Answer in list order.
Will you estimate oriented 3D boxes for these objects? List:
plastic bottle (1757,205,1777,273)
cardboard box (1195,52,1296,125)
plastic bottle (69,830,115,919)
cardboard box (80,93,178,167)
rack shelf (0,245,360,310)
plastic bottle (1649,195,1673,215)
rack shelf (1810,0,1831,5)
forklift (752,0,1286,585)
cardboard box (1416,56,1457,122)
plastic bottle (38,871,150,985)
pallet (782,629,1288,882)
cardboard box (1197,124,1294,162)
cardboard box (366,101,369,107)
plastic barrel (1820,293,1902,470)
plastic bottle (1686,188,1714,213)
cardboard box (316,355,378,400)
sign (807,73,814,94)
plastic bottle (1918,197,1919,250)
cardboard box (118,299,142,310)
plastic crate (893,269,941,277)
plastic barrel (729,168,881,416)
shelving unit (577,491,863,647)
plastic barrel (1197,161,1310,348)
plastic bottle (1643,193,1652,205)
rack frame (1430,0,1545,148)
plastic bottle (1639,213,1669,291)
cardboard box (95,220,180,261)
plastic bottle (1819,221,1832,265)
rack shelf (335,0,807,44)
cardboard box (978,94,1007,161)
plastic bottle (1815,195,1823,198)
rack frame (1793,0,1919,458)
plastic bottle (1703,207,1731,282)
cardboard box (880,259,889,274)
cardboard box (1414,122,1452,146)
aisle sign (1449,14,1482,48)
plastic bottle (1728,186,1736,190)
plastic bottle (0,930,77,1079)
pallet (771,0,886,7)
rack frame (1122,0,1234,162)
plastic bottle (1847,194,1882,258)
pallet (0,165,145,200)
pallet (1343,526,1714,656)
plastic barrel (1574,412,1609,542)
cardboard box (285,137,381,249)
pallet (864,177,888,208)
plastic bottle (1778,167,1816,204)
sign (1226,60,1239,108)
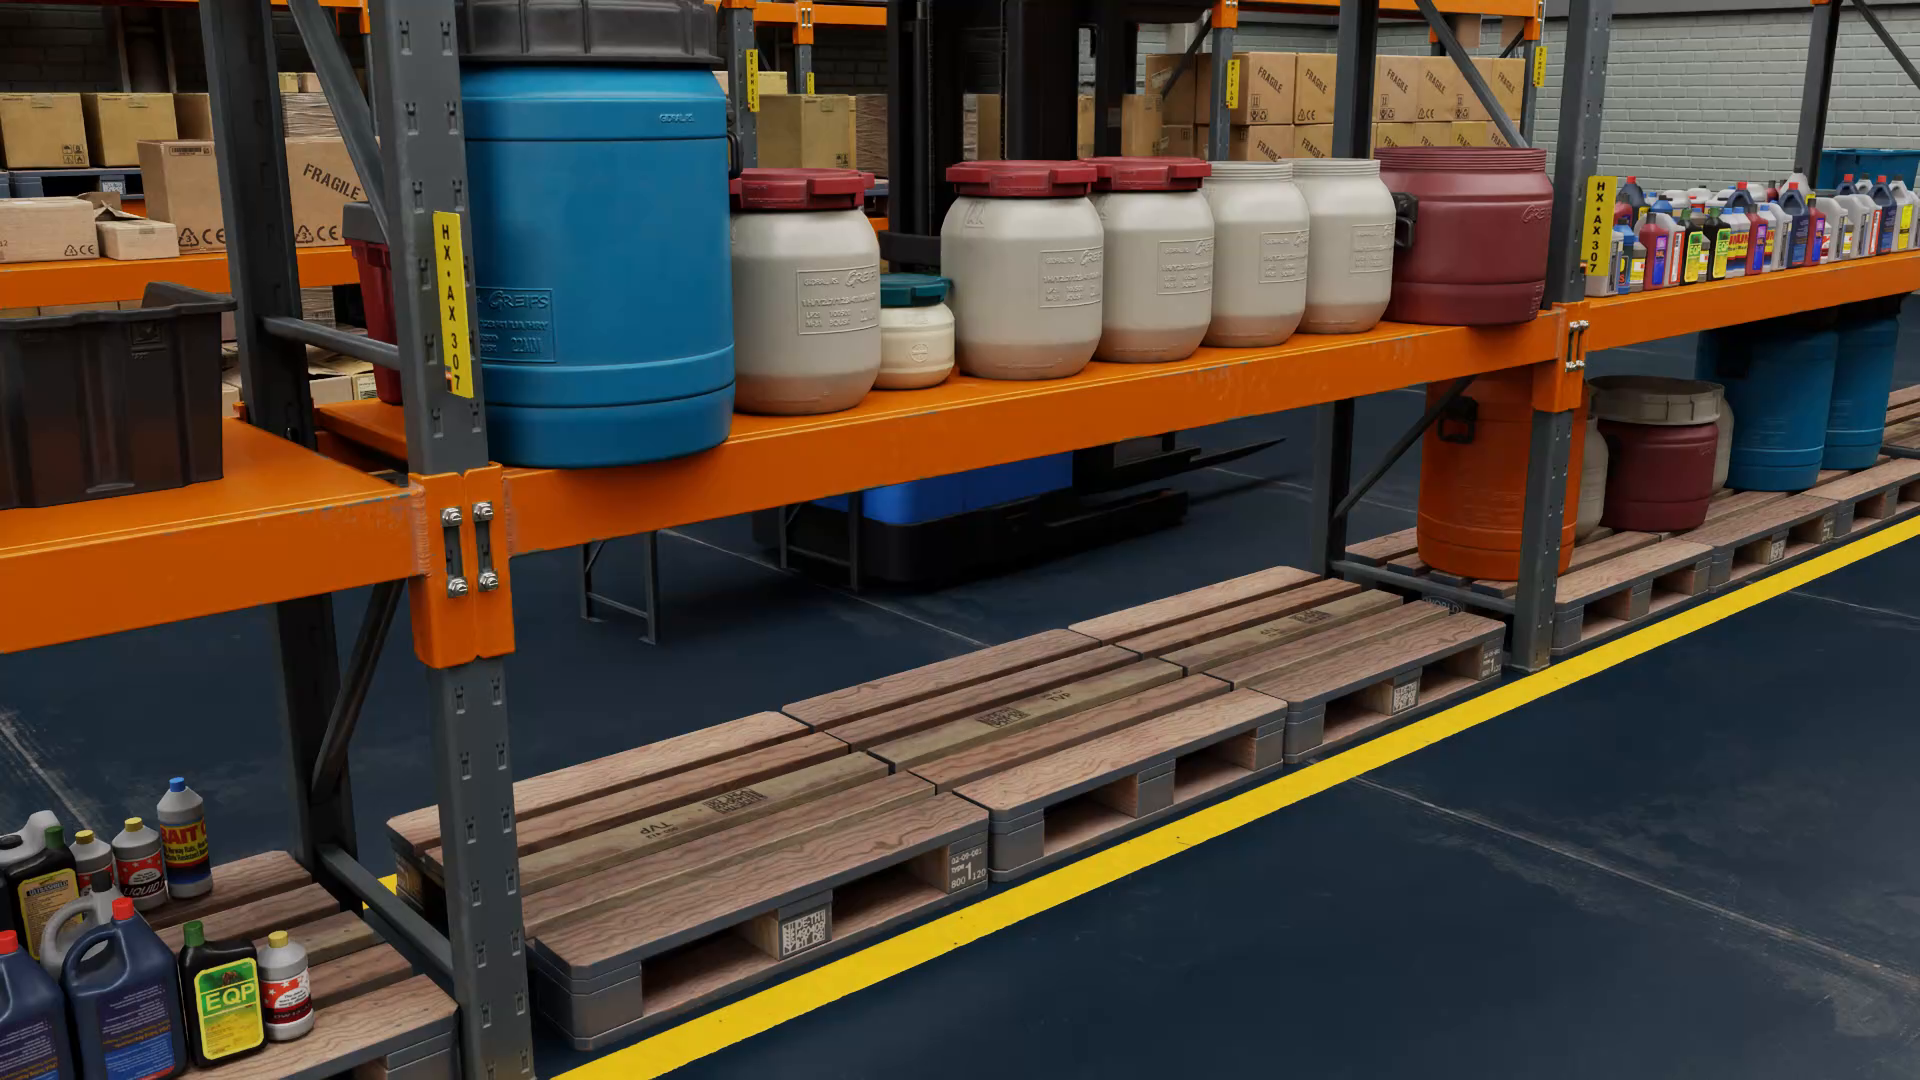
[{"bbox_3d":[3.274,-1.231,6.796,0.097,0.271,0.097,0,15,0],"label":"plastic bottle"},{"bbox_3d":[2.067,-3.272,12.055,0.500,0.500,0.500,-12,19,-38],"label":"cardboard box"},{"bbox_3d":[-1.941,0.747,3.710,0.097,0.201,0.097,0,15,0],"label":"plastic bottle"},{"bbox_3d":[-6.018,-2.965,11.993,0.500,0.500,0.700,-13,19,-39],"label":"cardboard box"},{"bbox_3d":[-2.999,-1.351,8.391,4.000,0.370,1.077,-13,19,-39],"label":"rack shelf"},{"bbox_3d":[3.145,-1.413,7.475,0.097,0.271,0.097,0,15,0],"label":"plastic bottle"},{"bbox_3d":[3.267,-2.513,6.928,4.000,0.370,1.077,-13,19,-39],"label":"rack shelf"},{"bbox_3d":[0.459,-1.536,7.820,1.130,2.935,3.031,14,21,43],"label":"forklift"},{"bbox_3d":[3.621,-3.621,13.362,0.500,0.500,0.500,-12,19,-38],"label":"cardboard box"},{"bbox_3d":[-1.651,0.809,3.189,0.185,0.351,0.144,-13,19,-39],"label":"plastic bottle"},{"bbox_3d":[0.228,0.604,5.081,1.213,0.211,1.003,-13,19,-39],"label":"pallet"},{"bbox_3d":[2.090,-2.797,12.215,0.500,0.500,0.500,-12,19,-38],"label":"cardboard box"},{"bbox_3d":[-4.562,-3.335,13.612,0.500,0.500,0.500,-12,19,-39],"label":"cardboard box"},{"bbox_3d":[4.354,-0.851,8.375,0.708,0.901,0.600,-13,19,-39],"label":"plastic barrel"},{"bbox_3d":[3.478,-1.529,7.904,0.135,0.276,0.152,-13,19,-39],"label":"plastic bottle"},{"bbox_3d":[-2.874,-0.788,8.314,0.500,0.311,0.500,-12,19,-38],"label":"cardboard box"},{"bbox_3d":[-1.364,-4.096,15.183,0.005,0.325,0.100,-13,19,-39],"label":"sign"},{"bbox_3d":[4.546,-1.516,7.840,0.133,0.283,0.061,-13,19,-39],"label":"plastic bottle"},{"bbox_3d":[-6.075,-1.720,12.368,0.500,0.500,0.700,-13,20,-40],"label":"cardboard box"},{"bbox_3d":[-0.131,-0.643,4.755,0.662,0.188,0.450,-13,19,-39],"label":"plastic crate"},{"bbox_3d":[-0.394,-0.580,3.847,0.433,0.535,0.433,0,15,0],"label":"plastic barrel"},{"bbox_3d":[-0.954,-0.465,6.583,0.538,1.500,1.048,14,21,43],"label":"shelving unit"},{"bbox_3d":[0.805,-0.840,4.864,0.421,0.512,0.421,0,15,0],"label":"plastic barrel"},{"bbox_3d":[3.124,-1.457,7.642,0.097,0.271,0.097,0,15,0],"label":"plastic bottle"},{"bbox_3d":[4.545,-3.393,14.640,0.127,3.000,1.000,-13,19,-39],"label":"rack frame"},{"bbox_3d":[2.575,-1.074,6.183,0.133,0.283,0.061,-13,19,-39],"label":"plastic bottle"},{"bbox_3d":[-3.705,-1.349,7.475,0.250,0.149,0.380,-13,19,-39],"label":"cardboard box"},{"bbox_3d":[3.689,-1.290,7.153,0.097,0.201,0.097,0,15,0],"label":"plastic bottle"},{"bbox_3d":[-3.236,-4.442,14.149,4.000,0.370,1.077,-13,19,-39],"label":"rack shelf"},{"bbox_3d":[0.235,-2.655,10.871,0.700,0.500,0.500,10,18,33],"label":"cardboard box"},{"bbox_3d":[3.837,-1.410,7.464,0.097,0.271,0.097,0,15,0],"label":"plastic bottle"},{"bbox_3d":[4.776,-1.750,8.491,0.127,3.000,1.000,-13,19,-39],"label":"rack frame"},{"bbox_3d":[2.951,-1.158,6.499,0.133,0.283,0.061,-13,19,-39],"label":"plastic bottle"},{"bbox_3d":[-1.096,-2.781,16.379,0.500,0.500,0.700,-12,19,-39],"label":"cardboard box"},{"bbox_3d":[3.616,-3.140,13.501,0.500,0.500,0.500,-12,19,-39],"label":"cardboard box"},{"bbox_3d":[4.403,-4.718,14.562,0.004,0.787,0.394,-13,19,-39],"label":"aisle sign"},{"bbox_3d":[3.795,-1.608,8.206,0.097,0.271,0.097,0,15,0],"label":"plastic bottle"},{"bbox_3d":[-1.701,0.870,2.962,0.185,0.351,0.144,-14,20,-42],"label":"plastic bottle"},{"bbox_3d":[-1.103,-5.222,15.847,1.213,0.211,1.003,-13,19,-39],"label":"pallet"},{"bbox_3d":[1.527,-2.715,12.103,0.127,3.000,1.000,-13,19,-39],"label":"rack frame"},{"bbox_3d":[4.035,-1.414,7.470,0.135,0.276,0.152,-13,19,-39],"label":"plastic bottle"},{"bbox_3d":[-6.212,-2.566,11.914,1.213,0.211,1.003,-13,19,-39],"label":"pallet"},{"bbox_3d":[2.326,0.133,6.844,1.213,0.211,1.003,-13,19,-39],"label":"pallet"},{"bbox_3d":[2.483,-0.273,6.967,0.421,0.512,0.421,0,15,0],"label":"plastic barrel"},{"bbox_3d":[-3.143,-1.710,8.144,0.500,0.500,0.500,-13,19,-39],"label":"cardboard box"},{"bbox_3d":[-0.026,-2.275,10.828,1.213,0.211,1.003,-13,19,-39],"label":"pallet"},{"bbox_3d":[4.267,-1.723,8.485,0.185,0.351,0.144,-13,19,-39],"label":"plastic bottle"},{"bbox_3d":[1.894,-3.167,11.552,0.005,0.325,0.100,-13,19,-39],"label":"sign"}]
